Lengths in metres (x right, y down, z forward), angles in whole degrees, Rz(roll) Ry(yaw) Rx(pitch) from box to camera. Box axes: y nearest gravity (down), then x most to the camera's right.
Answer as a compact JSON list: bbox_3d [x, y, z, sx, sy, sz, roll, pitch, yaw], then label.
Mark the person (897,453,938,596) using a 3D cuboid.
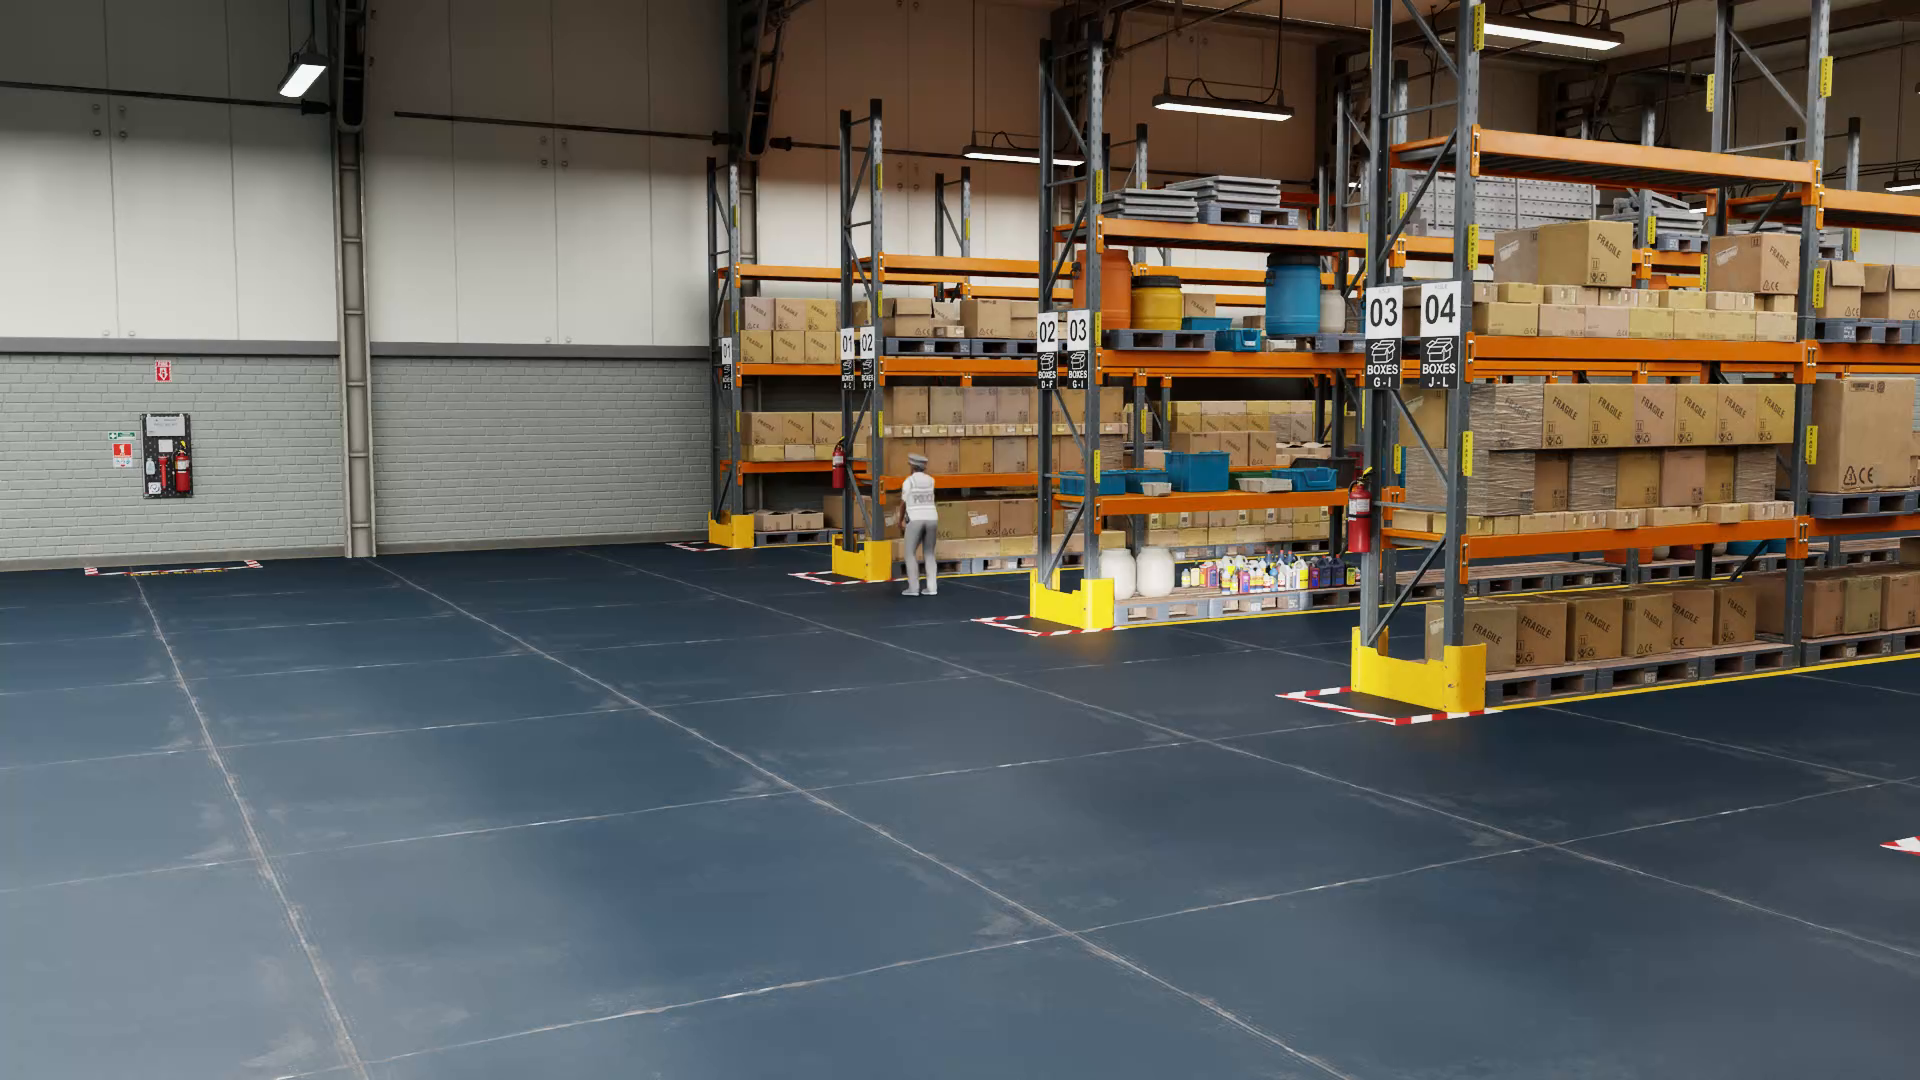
[{"bbox_3d":[-0.508,-0.186,19.553,0.416,1.677,0.537,-3,6,-30],"label":"person"}]
